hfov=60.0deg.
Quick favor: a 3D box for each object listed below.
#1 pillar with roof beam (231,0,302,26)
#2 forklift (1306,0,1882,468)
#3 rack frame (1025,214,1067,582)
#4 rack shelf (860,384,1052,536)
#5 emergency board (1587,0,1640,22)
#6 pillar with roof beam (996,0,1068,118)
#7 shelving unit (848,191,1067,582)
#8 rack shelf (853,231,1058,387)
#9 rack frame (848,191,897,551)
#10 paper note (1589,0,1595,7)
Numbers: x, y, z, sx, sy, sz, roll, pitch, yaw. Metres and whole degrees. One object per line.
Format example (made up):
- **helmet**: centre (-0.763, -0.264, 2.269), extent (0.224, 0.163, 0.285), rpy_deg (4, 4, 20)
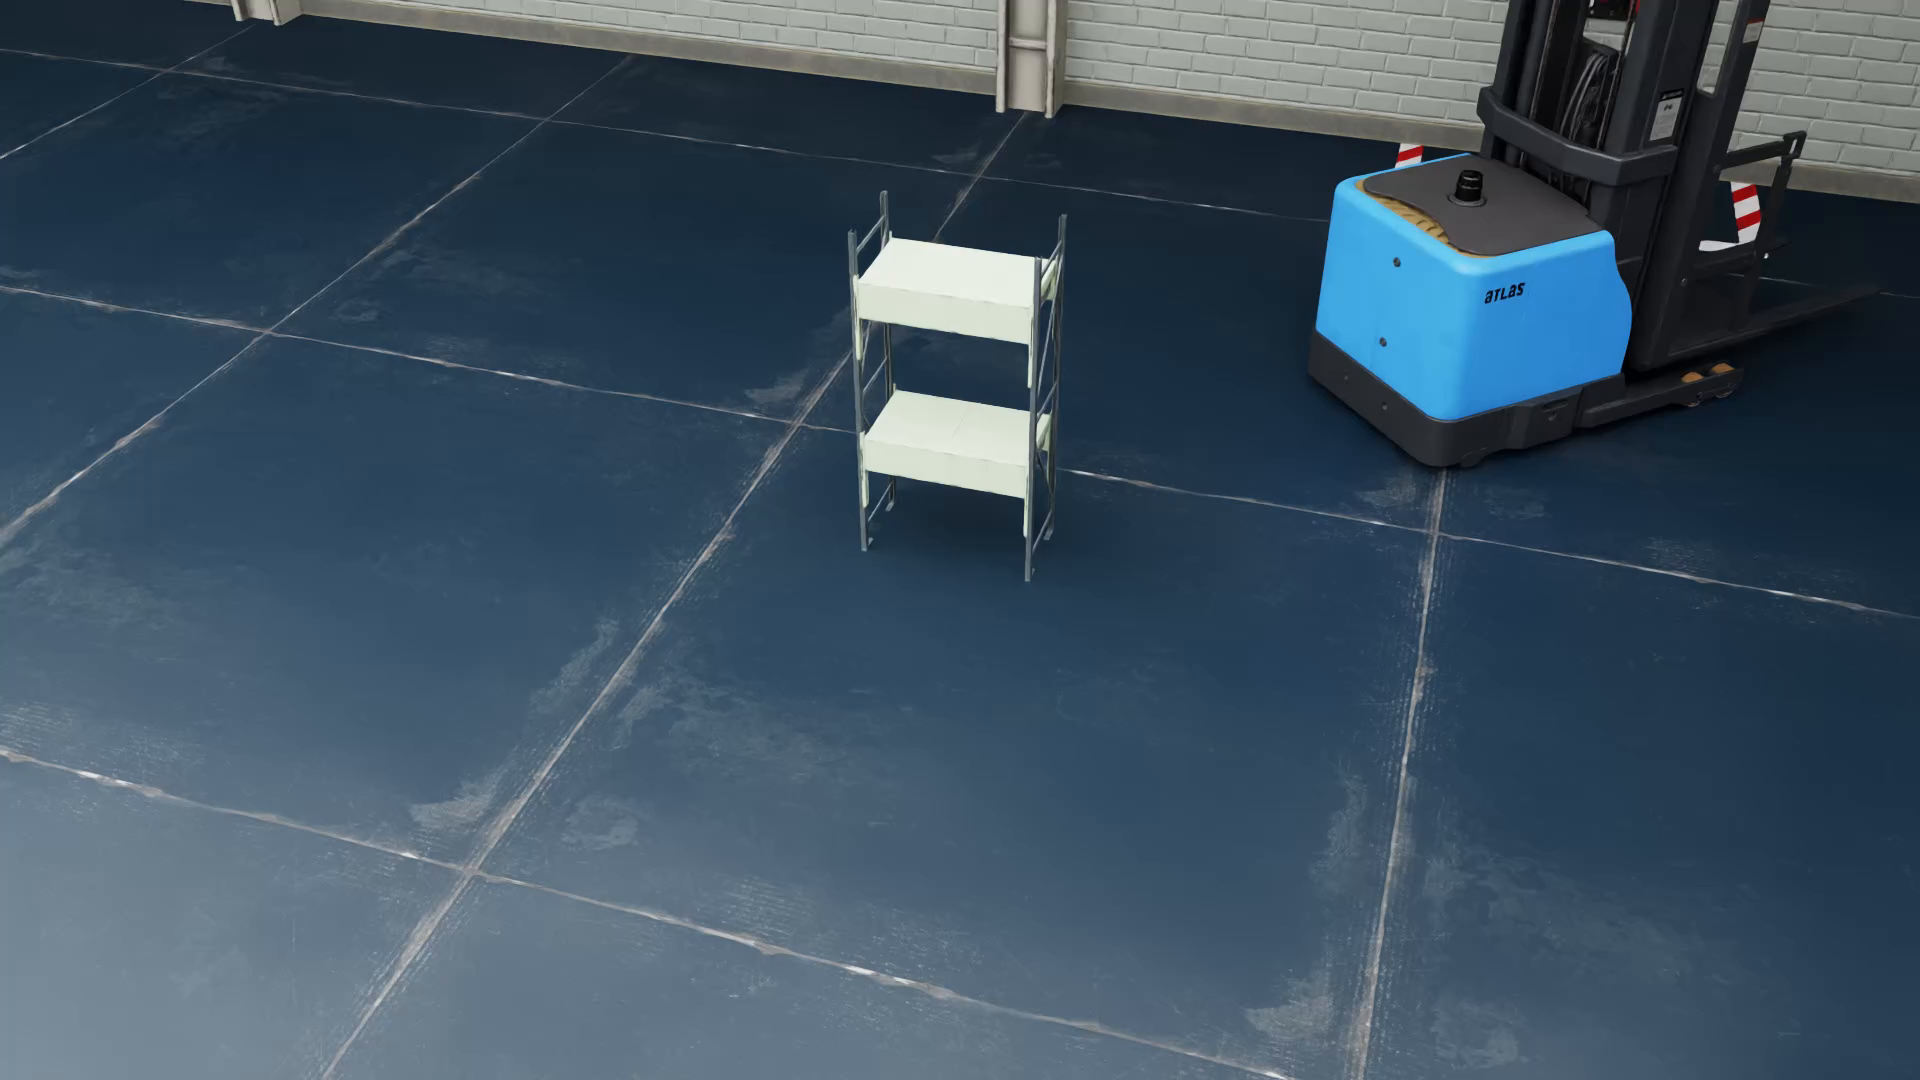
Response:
- **pillar with roof beam**: centre (-6.538, -5.176, 6.692), extent (0.400, 9.000, 9.100), rpy_deg (10, 38, 14)
- **forklift**: centre (3.283, -2.100, 7.630), extent (3.031, 2.935, 1.130), rpy_deg (-16, 39, -20)
- **rack frame**: centre (0.343, -0.541, 6.719), extent (0.023, 1.500, 0.400), rpy_deg (10, 38, 14)
- **rack shelf**: centre (-0.006, -0.343, 7.000), extent (0.720, 0.370, 0.431), rpy_deg (10, 38, 14)
- **emergency board**: centre (3.852, -3.533, 9.520), extent (0.643, 1.169, 0.194), rpy_deg (10, 38, 14)
- **pillar with roof beam**: centre (-0.811, -4.116, 5.251), extent (0.400, 9.000, 9.100), rpy_deg (10, 38, 14)
- **shelving unit**: centre (-0.006, -0.605, 6.807), extent (0.755, 1.500, 0.431), rpy_deg (10, 38, 14)
- **rack shelf**: centre (-0.006, -0.919, 6.576), extent (0.720, 0.370, 0.431), rpy_deg (10, 38, 14)
- **rack frame**: centre (-0.356, -0.670, 6.895), extent (0.023, 1.500, 0.400), rpy_deg (10, 38, 14)
- **paper note**: centre (3.704, -3.249, 9.877), extent (0.142, 0.148, 0.016), rpy_deg (10, 38, 14)
